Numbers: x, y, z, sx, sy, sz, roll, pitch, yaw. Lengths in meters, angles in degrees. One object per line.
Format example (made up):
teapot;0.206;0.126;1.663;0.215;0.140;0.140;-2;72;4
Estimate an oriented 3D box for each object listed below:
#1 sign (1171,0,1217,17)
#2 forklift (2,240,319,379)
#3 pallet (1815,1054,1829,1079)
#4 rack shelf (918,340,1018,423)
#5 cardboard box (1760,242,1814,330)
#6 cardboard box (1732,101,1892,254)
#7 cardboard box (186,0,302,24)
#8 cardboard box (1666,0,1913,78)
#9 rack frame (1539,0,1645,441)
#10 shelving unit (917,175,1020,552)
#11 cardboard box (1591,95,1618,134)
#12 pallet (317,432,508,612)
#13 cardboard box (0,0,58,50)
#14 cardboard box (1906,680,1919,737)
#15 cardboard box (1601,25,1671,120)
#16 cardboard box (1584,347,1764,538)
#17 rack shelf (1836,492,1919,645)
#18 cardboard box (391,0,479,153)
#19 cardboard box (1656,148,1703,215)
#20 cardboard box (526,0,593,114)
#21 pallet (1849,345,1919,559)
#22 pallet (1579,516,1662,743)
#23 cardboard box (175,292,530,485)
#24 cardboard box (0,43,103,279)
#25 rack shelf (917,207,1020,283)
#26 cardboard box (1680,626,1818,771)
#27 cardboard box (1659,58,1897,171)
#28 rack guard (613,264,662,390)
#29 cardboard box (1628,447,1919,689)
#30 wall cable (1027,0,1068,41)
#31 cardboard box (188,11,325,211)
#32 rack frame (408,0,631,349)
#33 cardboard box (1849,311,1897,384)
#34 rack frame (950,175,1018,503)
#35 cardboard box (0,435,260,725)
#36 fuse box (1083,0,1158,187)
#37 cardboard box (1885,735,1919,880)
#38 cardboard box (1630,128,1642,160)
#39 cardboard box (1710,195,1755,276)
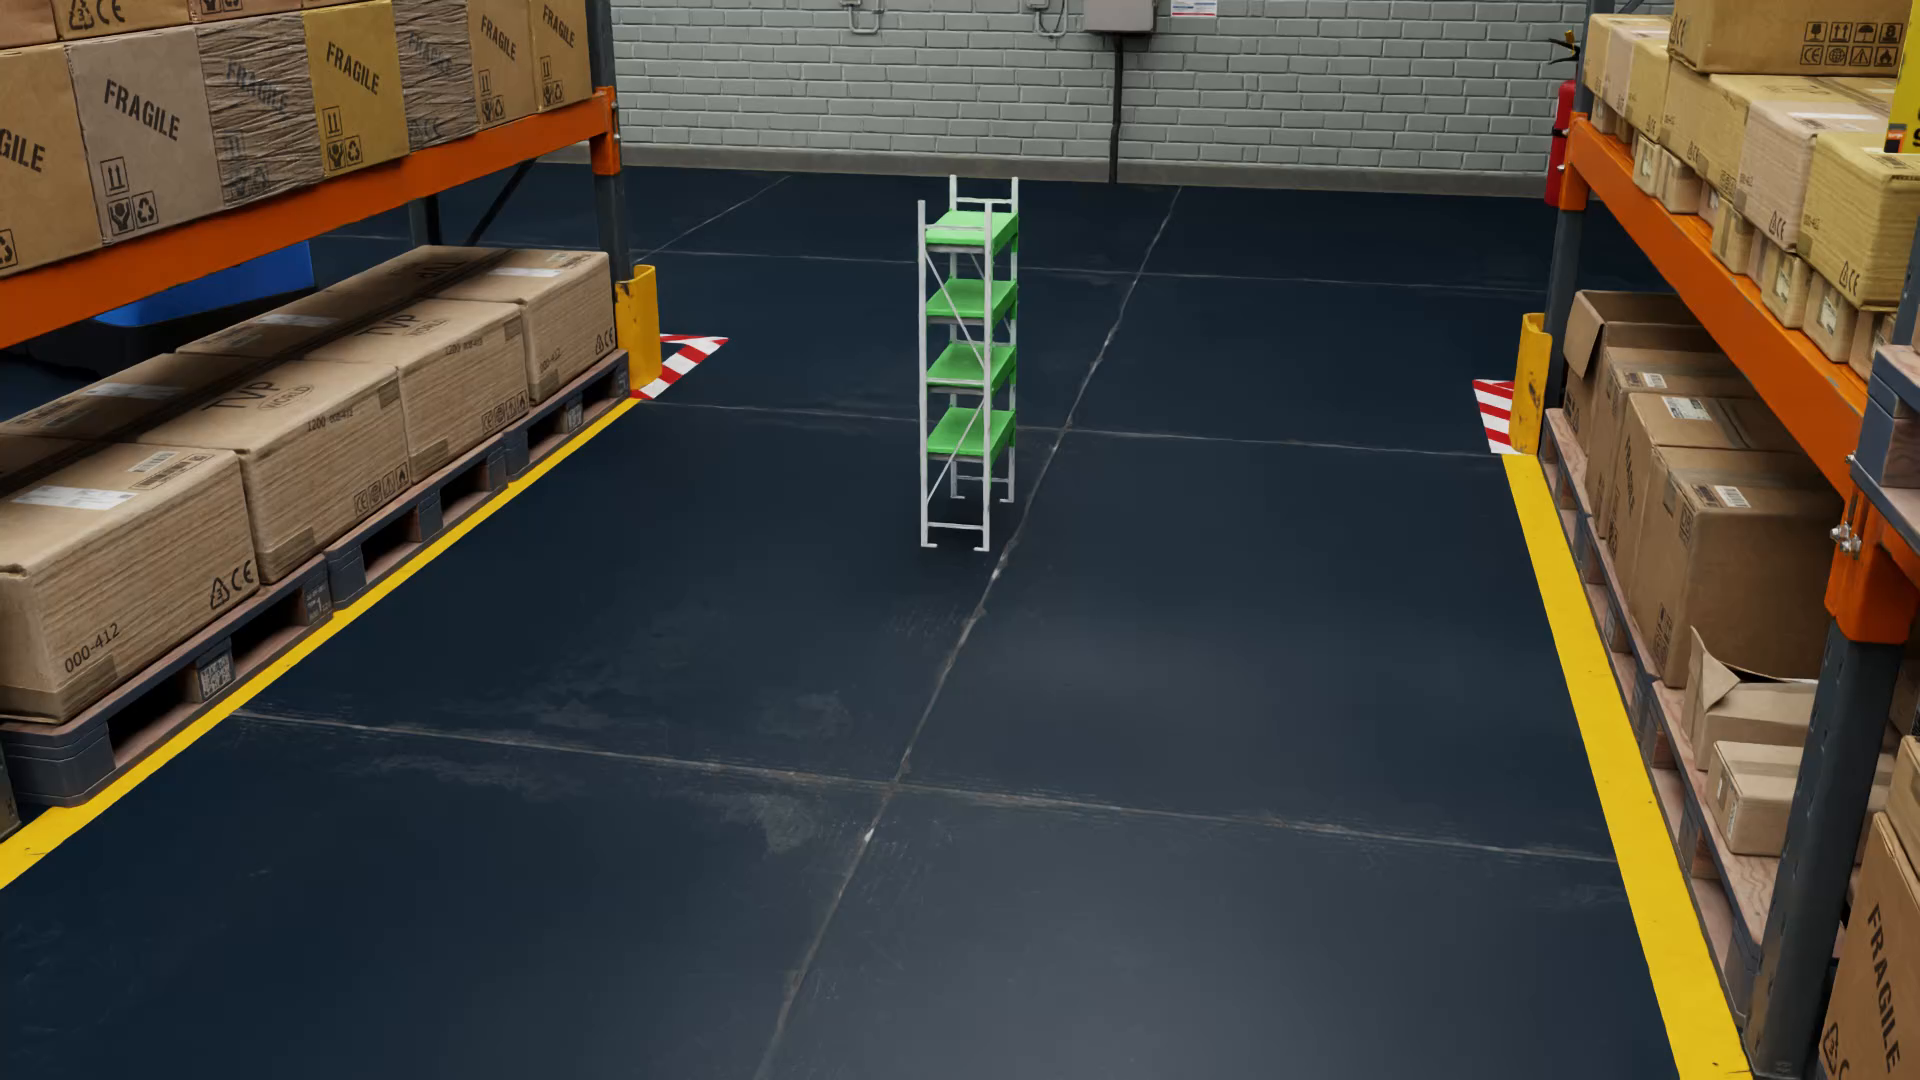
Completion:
sign;1.685;-4.007;11.915;0.329;0.494;0.001;4;22;11
forklift;-4.657;-2.467;8.055;3.031;2.935;1.130;13;26;30
pallet;1.920;1.271;2.415;1.003;0.211;1.213;4;22;11
rack shelf;0.034;-0.558;5.804;0.258;0.148;0.480;4;22;11
cardboard box;1.928;-0.536;3.505;0.380;0.149;0.250;5;22;12
cardboard box;2.002;-0.780;3.579;0.500;0.250;0.500;5;22;11
cardboard box;-2.252;-1.736;4.678;0.500;0.500;0.500;5;22;12
cardboard box;2.203;-1.508;4.381;0.500;0.500;0.500;5;22;12
rack frame;2.865;-1.786;6.272;1.000;3.000;0.127;4;22;11
shelving unit;0.034;-0.617;5.780;0.258;1.200;0.503;4;22;11
cardboard box;2.529;-1.570;6.073;0.380;0.149;0.250;4;22;11
pallet;-2.333;-0.126;5.884;1.003;0.211;1.213;4;22;11
cardboard box;-2.477;-1.366;3.757;0.500;0.500;0.500;5;22;11
cardboard box;2.415;0.506;3.619;0.500;0.311;0.500;5;23;13
cardboard box;2.406;-1.524;5.426;0.500;0.250;0.500;5;22;11
cardboard box;2.435;-0.295;5.354;0.700;0.500;0.500;5;23;13
rack shelf;1.641;0.742;0.958;1.077;0.370;4.000;4;22;11
cardboard box;-2.047;-1.641;5.780;0.500;0.500;0.500;5;22;12
cardboard box;2.184;-1.005;4.669;0.380;0.149;0.250;5;22;12
cardboard box;-1.834;-2.012;6.702;0.500;0.500;0.500;5;22;11
pallet;1.779;0.050;1.971;1.003;0.211;1.213;4;22;11
pallet;2.437;0.272;4.896;1.003;0.211;1.213;4;22;11
cardboard box;-2.210;-0.585;6.158;0.875;0.438;0.875;5;22;12
cardboard box;-2.459;-0.898;3.934;0.500;0.500;0.500;5;23;13
rack shelf;0.034;-1.003;5.624;0.258;0.148;0.480;4;22;11
cardboard box;1.948;0.394;3.958;0.396;0.266;0.258;5;23;13
cardboard box;2.222;-1.150;4.496;0.500;0.250;0.500;4;22;10
rack guard;-1.990;-1.012;7.697;1.175;0.500;0.348;4;22;11
cardboard box;2.223;0.085;4.412;0.700;0.500;0.500;4;22;9
wall cable;0.524;-4.594;11.885;0.588;1.984;0.122;4;22;11
cardboard box;-2.245;-1.263;4.841;0.500;0.500;0.500;5;22;11
rack frame;-1.995;-2.163;7.208;1.000;3.000;0.127;4;22;11
cardboard box;1.867;-0.342;3.024;0.380;0.149;0.250;5;22;12
rack frame;0.084;-0.706;6.001;0.240;1.200;0.015;4;22;11
cardboard box;-2.578;0.072;4.526;0.875;0.438;0.875;4;22;10
fuse box;1.160;-3.416;12.044;0.539;1.711;0.414;4;22;11
cardboard box;1.715;0.452;2.632;0.380;0.149;0.250;6;23;13
cardboard box;2.392;-1.287;5.370;0.380;0.149;0.250;5;23;13
cardboard box;2.033;-0.725;3.976;0.380;0.149;0.250;4;22;10
